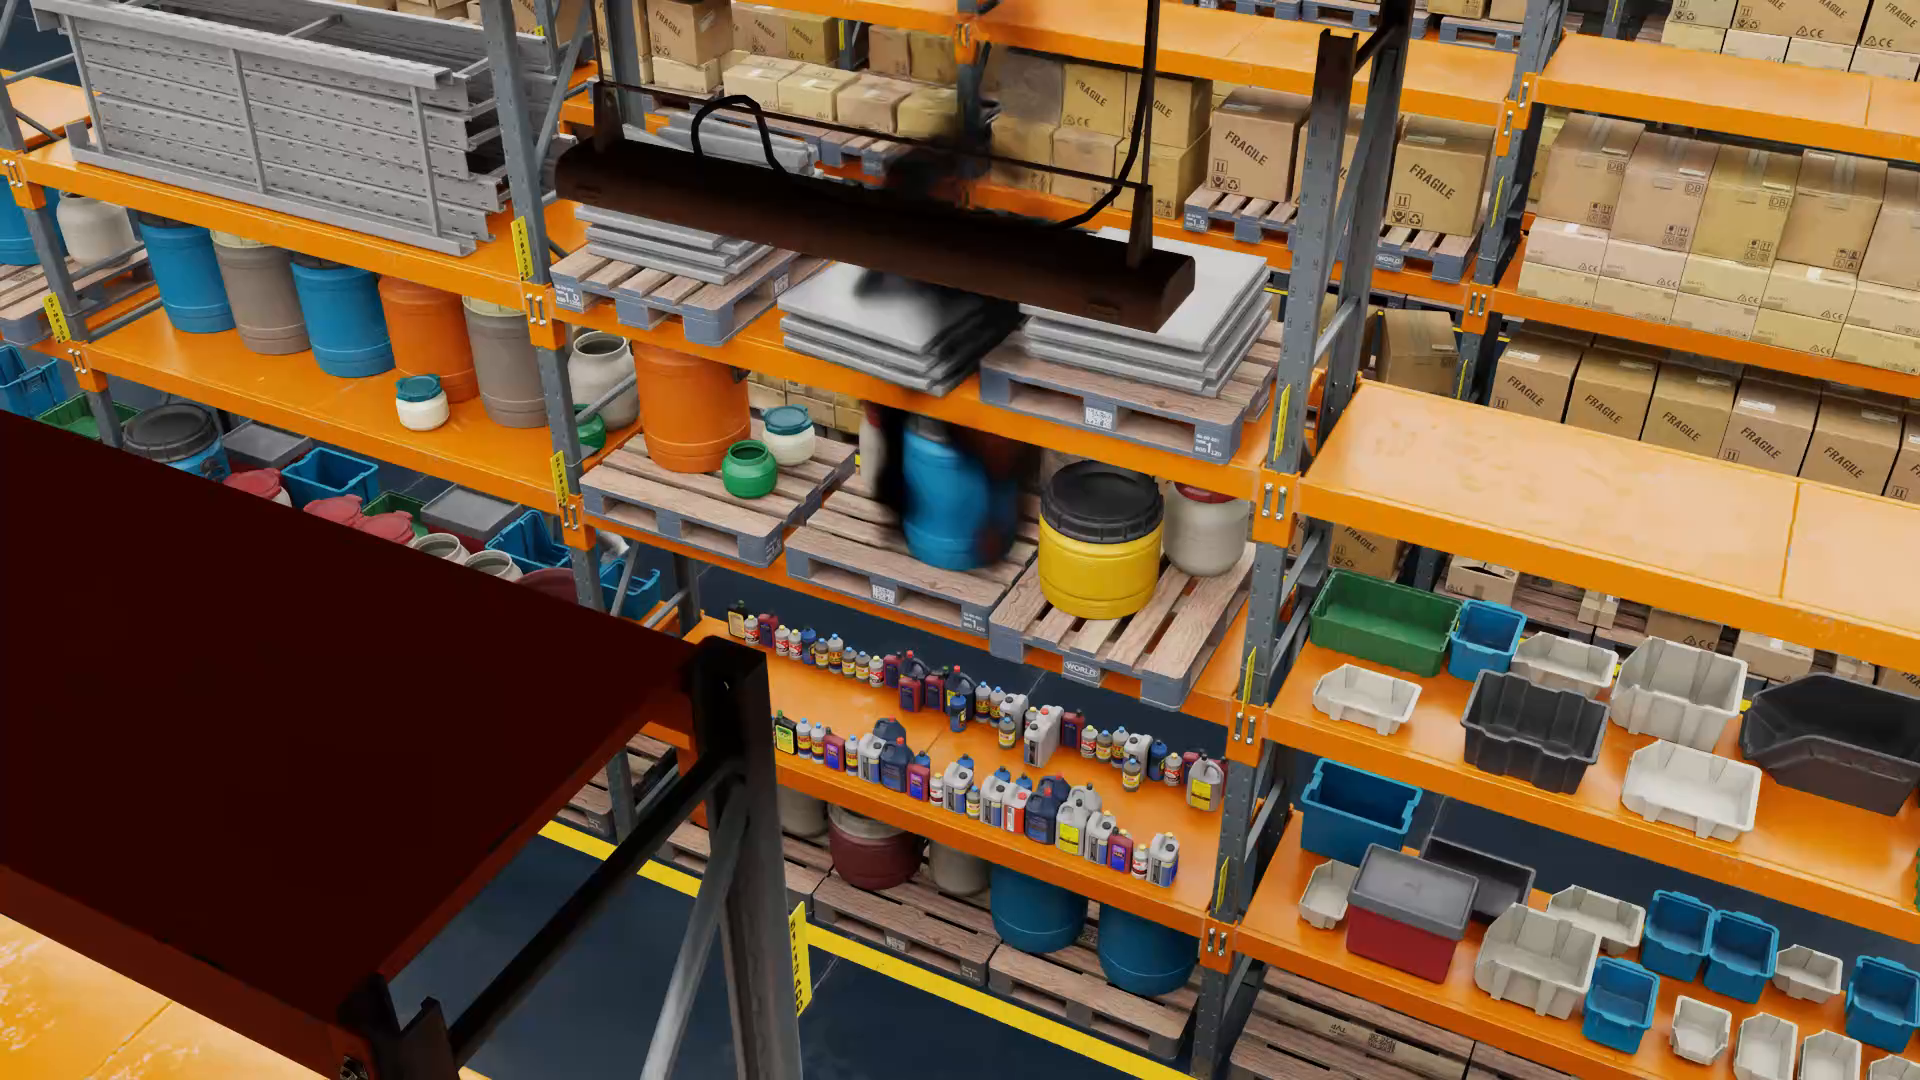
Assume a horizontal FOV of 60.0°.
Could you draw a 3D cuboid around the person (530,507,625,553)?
[{"bbox_3d":[-3.107,-0.543,12.999,0.875,1.692,0.704,13,37,17],"label":"person"}]
